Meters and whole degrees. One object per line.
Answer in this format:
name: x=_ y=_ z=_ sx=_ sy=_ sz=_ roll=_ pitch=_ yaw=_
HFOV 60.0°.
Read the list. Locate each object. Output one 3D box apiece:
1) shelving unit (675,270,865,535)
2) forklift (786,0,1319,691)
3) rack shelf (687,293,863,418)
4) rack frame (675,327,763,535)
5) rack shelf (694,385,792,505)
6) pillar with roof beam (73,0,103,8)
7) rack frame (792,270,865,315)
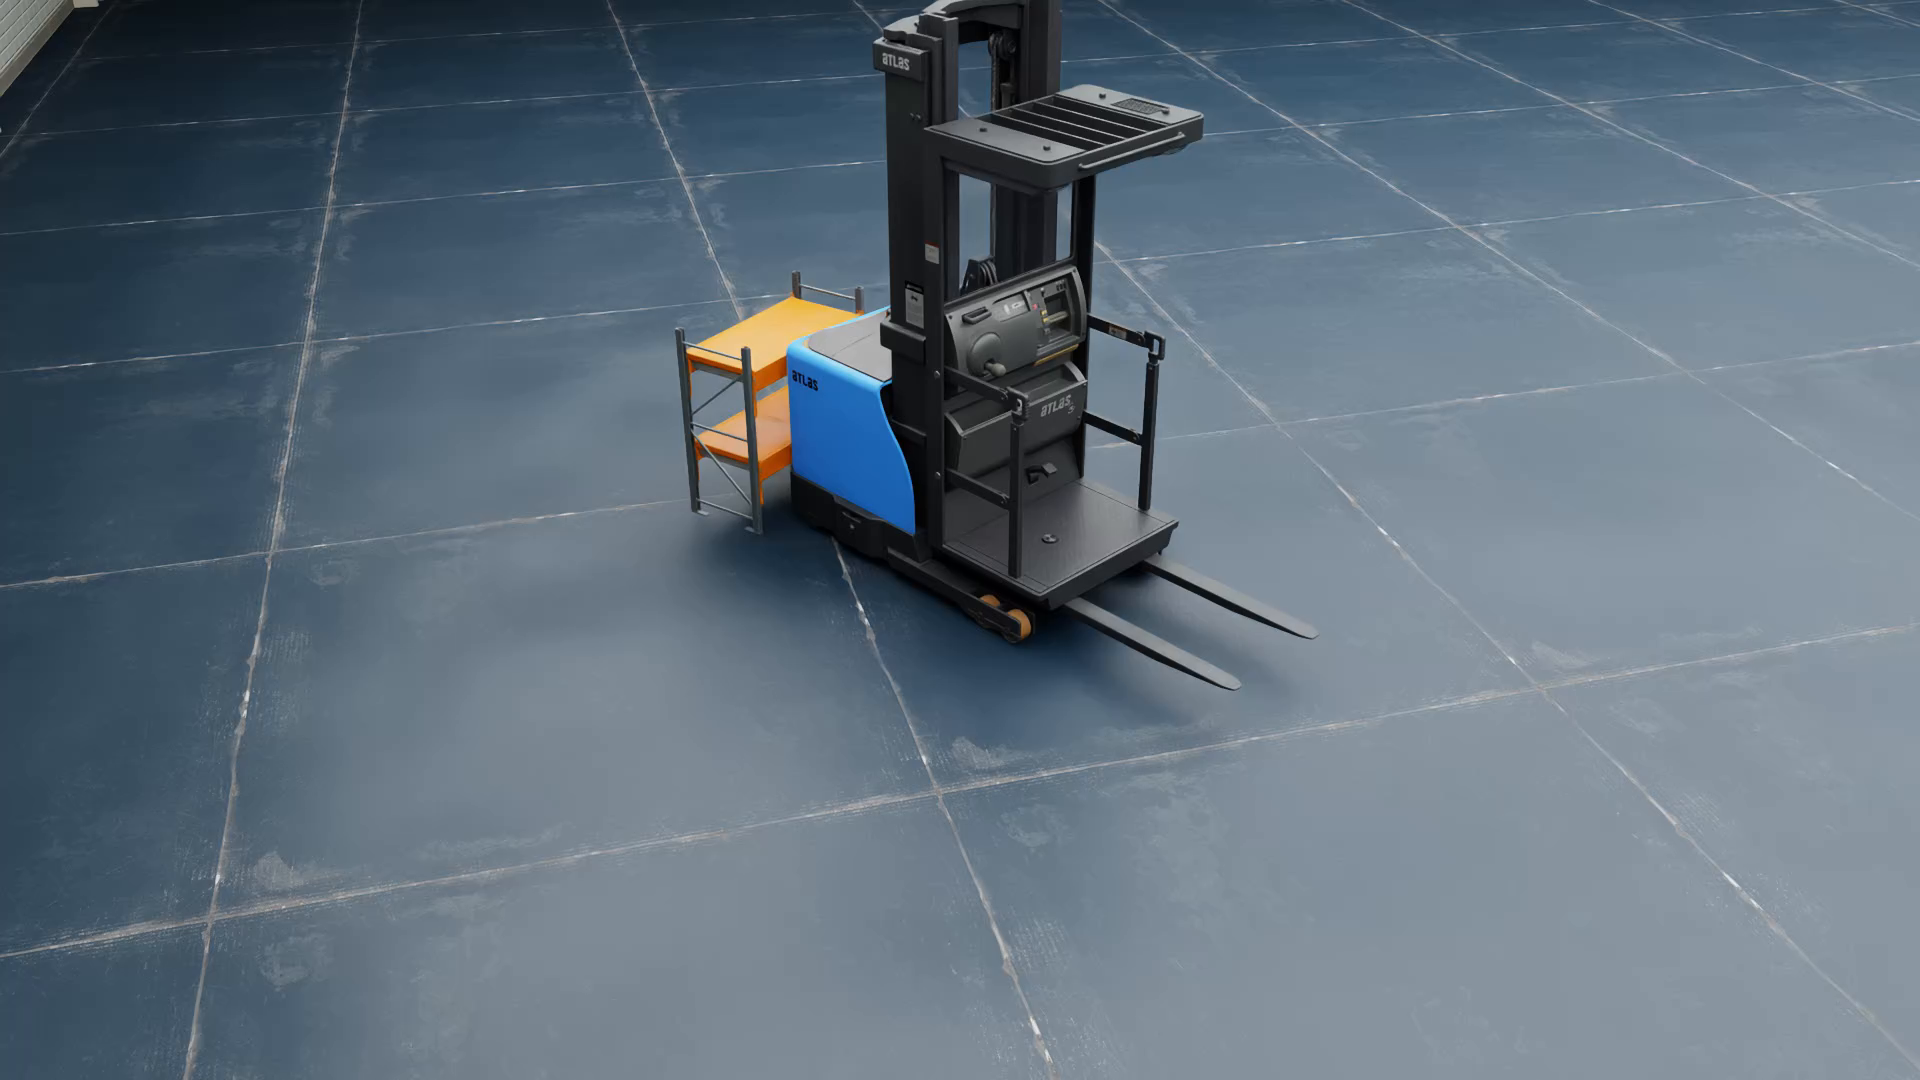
shelving unit: x=-1.043 y=-0.803 z=9.515 sx=0.538 sy=1.125 sz=1.048 roll=18 pitch=35 yaw=28
forklift: x=0.437 y=-1.045 z=8.130 sx=1.130 sy=2.935 sz=3.031 roll=-26 pitch=39 yaw=-37
rack shelf: x=-1.043 y=-1.056 z=9.368 sx=0.538 sy=0.278 sz=1.000 roll=18 pitch=35 yaw=28
rack frame: x=-1.321 y=-0.590 z=9.146 sx=0.500 sy=1.125 sz=0.032 roll=18 pitch=35 yaw=28
rack shelf: x=-1.043 y=-0.591 z=9.637 sx=0.538 sy=0.278 sz=1.000 roll=18 pitch=35 yaw=28
pillar with roof beam: x=-6.811 y=-11.205 z=19.626 sx=9.100 sy=9.000 sz=0.400 roll=-8 pitch=31 yaw=-13
rack frame: x=-0.766 y=-1.016 z=9.883 sx=0.500 sy=1.125 sz=0.032 roll=18 pitch=35 yaw=28
